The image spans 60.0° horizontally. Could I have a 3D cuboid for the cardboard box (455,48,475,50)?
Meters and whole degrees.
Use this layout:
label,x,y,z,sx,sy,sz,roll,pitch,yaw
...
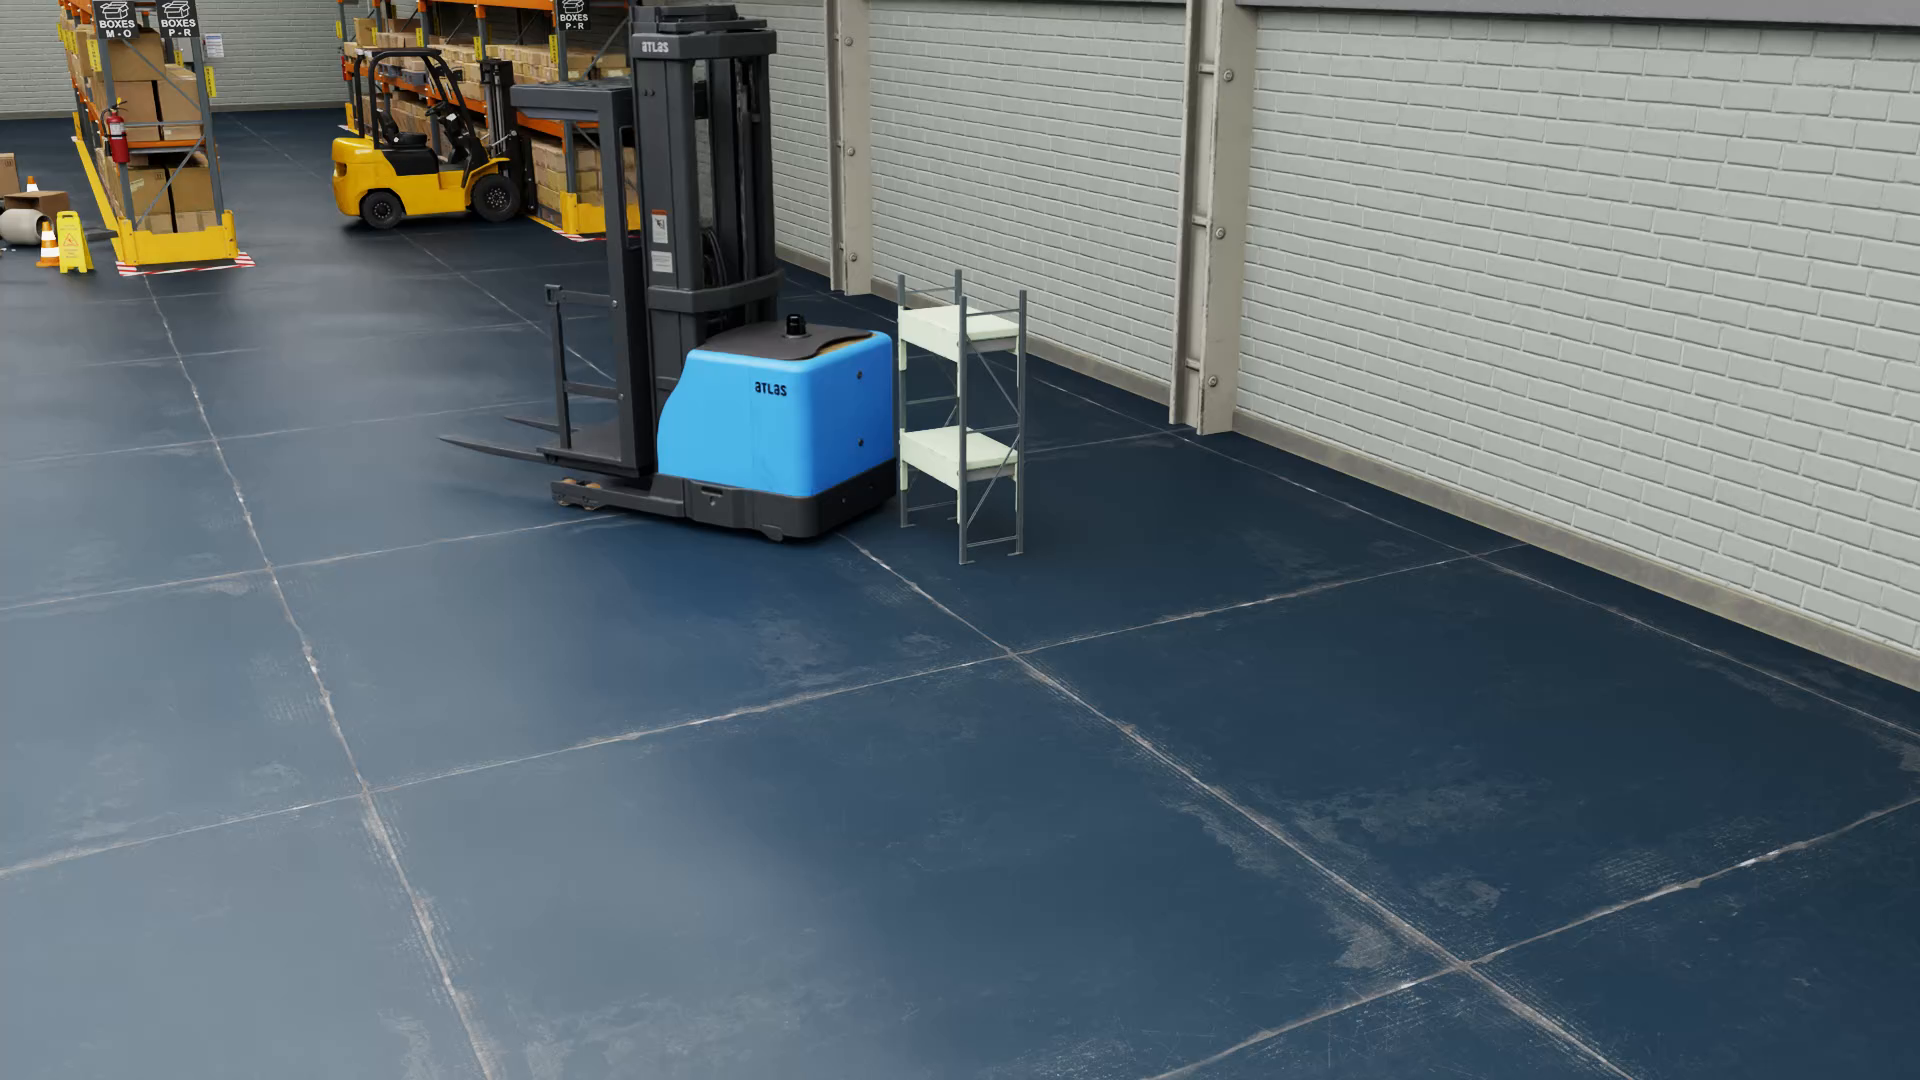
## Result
label,x,y,z,sx,sy,sz,roll,pitch,yaw
cardboard box,-7.490,-7.430,25.418,0.380,0.149,0.250,-10,21,-27

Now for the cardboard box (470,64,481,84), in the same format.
label,x,y,z,sx,sy,sz,roll,pitch,yaw
cardboard box,-6.771,-6.761,24.089,0.500,0.250,0.500,-10,22,-28

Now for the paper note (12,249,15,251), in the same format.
label,x,y,z,sx,sy,sz,roll,pitch,yaw
paper note,-11.066,-3.390,19.441,0.032,0.001,0.123,-10,21,-27

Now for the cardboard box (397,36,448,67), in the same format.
label,x,y,z,sx,sy,sz,roll,pitch,yaw
cardboard box,-9.150,-8.329,28.369,0.797,0.503,0.637,-11,22,-28

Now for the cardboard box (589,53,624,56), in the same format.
label,x,y,z,sx,sy,sz,roll,pitch,yaw
cardboard box,-4.456,-6.056,20.978,0.380,0.149,0.250,-9,21,-25

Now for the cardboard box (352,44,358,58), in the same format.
label,x,y,z,sx,sy,sz,roll,pitch,yaw
cardboard box,-11.550,-9.547,32.473,0.500,0.250,0.500,-10,22,-28

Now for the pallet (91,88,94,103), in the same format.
label,x,y,z,sx,sy,sz,roll,pitch,yaw
pallet,-11.603,-6.220,23.351,1.003,0.211,1.213,-10,21,-27

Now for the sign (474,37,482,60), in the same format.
label,x,y,z,sx,sy,sz,roll,pitch,yaw
sign,-6.786,-6.917,23.424,0.100,0.325,0.005,-10,21,-27

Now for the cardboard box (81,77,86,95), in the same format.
label,x,y,z,sx,sy,sz,roll,pitch,yaw
cardboard box,-13.048,-6.906,25.277,0.500,0.250,0.500,-11,22,-29

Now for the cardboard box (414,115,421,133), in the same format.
label,x,y,z,sx,sy,sz,roll,pitch,yaw
cardboard box,-9.082,-7.042,28.630,0.500,0.500,0.500,-9,21,-24

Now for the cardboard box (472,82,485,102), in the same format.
label,x,y,z,sx,sy,sz,roll,pitch,yaw
cardboard box,-6.783,-6.527,24.178,0.500,0.250,0.500,-9,21,-25

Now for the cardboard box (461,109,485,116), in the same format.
label,x,y,z,sx,sy,sz,roll,pitch,yaw
cardboard box,-8.186,-7.164,27.987,0.380,0.149,0.250,-9,21,-24

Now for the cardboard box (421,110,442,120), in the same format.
label,x,y,z,sx,sy,sz,roll,pitch,yaw
cardboard box,-8.827,-7.142,27.924,0.380,0.149,0.250,-11,22,-29

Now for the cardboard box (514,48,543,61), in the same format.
label,x,y,z,sx,sy,sz,roll,pitch,yaw
cardboard box,-5.741,-6.493,22.247,0.380,0.149,0.250,-10,21,-27

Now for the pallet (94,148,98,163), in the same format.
label,x,y,z,sx,sy,sz,roll,pitch,yaw
pallet,-14.046,-6.492,28.123,1.003,0.211,1.213,-10,21,-27

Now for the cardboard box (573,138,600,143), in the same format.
label,x,y,z,sx,sy,sz,roll,pitch,yaw
cardboard box,-4.944,-5.172,22.061,0.500,0.250,0.500,-10,21,-27

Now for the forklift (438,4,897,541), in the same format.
label,x,y,z,sx,sy,sz,roll,pitch,yaw
forklift,-1.932,-1.704,10.075,3.031,2.935,1.130,10,21,27

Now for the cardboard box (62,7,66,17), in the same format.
label,x,y,z,sx,sy,sz,roll,pitch,yaw
cardboard box,-15.754,-9.399,29.590,0.380,0.149,0.250,-11,22,-28

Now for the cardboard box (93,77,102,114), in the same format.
label,x,y,z,sx,sy,sz,roll,pitch,yaw
cardboard box,-10.230,-5.456,20.234,0.500,0.500,0.500,-10,21,-27

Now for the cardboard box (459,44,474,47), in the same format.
label,x,y,z,sx,sy,sz,roll,pitch,yaw
cardboard box,-7.880,-7.934,26.878,0.380,0.149,0.250,-9,21,-25

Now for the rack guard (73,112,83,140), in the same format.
label,x,y,z,sx,sy,sz,roll,pitch,yaw
rack guard,-16.389,-7.994,32.032,1.175,0.500,0.348,-10,21,-27

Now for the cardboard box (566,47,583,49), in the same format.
label,x,y,z,sx,sy,sz,roll,pitch,yaw
cardboard box,-5.316,-6.571,22.472,0.380,0.149,0.250,-10,22,-27

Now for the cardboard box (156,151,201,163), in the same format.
label,x,y,z,sx,sy,sz,roll,pitch,yaw
cardboard box,-9.676,-4.557,20.660,0.500,0.500,0.500,-9,21,-24

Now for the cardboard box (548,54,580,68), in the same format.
label,x,y,z,sx,sy,sz,roll,pitch,yaw
cardboard box,-4.914,-5.976,20.748,0.380,0.149,0.250,-10,21,-27

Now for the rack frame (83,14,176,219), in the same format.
label,x,y,z,sx,sy,sz,roll,pitch,yaw
rack frame,-10.680,-5.724,21.621,1.000,3.000,0.127,-10,21,-27

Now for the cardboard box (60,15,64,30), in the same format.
label,x,y,z,sx,sy,sz,roll,pitch,yaw
cardboard box,-16.149,-9.359,30.471,0.500,0.500,0.500,-11,22,-28

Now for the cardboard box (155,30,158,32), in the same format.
label,x,y,z,sx,sy,sz,roll,pitch,yaw
cardboard box,-11.198,-6.903,22.789,0.380,0.149,0.250,-9,21,-24

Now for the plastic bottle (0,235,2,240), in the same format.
label,x,y,z,sx,sy,sz,roll,pitch,yaw
plastic bottle,-11.717,-3.674,20.185,0.133,0.061,0.283,-6,20,-17

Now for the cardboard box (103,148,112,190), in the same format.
label,x,y,z,sx,sy,sz,roll,pitch,yaw
cardboard box,-10.637,-4.766,21.266,0.500,0.500,0.500,-9,21,-24

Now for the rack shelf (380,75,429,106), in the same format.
label,x,y,z,sx,sy,sz,roll,pitch,yaw
rack shelf,-9.162,-7.876,28.961,1.077,0.370,4.000,-10,21,-27

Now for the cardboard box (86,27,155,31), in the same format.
label,x,y,z,sx,sy,sz,roll,pitch,yaw
cardboard box,-9.896,-5.791,19.672,0.700,0.500,0.500,-10,21,-27

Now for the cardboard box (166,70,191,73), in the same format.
label,x,y,z,sx,sy,sz,roll,pitch,yaw
cardboard box,-9.501,-5.381,20.019,0.500,0.500,0.500,-10,22,-28

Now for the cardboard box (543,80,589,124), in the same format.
label,x,y,z,sx,sy,sz,roll,pitch,yaw
cardboard box,-4.878,-5.493,20.800,0.500,0.500,0.500,-11,22,-28

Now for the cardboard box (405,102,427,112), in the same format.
label,x,y,z,sx,sy,sz,roll,pitch,yaw
cardboard box,-9.616,-7.676,29.472,0.380,0.149,0.250,-10,21,-27

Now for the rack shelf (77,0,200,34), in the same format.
label,x,y,z,sx,sy,sz,roll,pitch,yaw
rack shelf,-9.730,-6.228,19.585,1.077,0.370,4.000,-10,21,-27

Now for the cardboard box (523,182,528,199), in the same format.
label,x,y,z,sx,sy,sz,roll,pitch,yaw
cardboard box,-5.639,-4.765,22.414,0.500,0.250,0.500,-9,21,-25

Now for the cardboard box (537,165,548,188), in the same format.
label,x,y,z,sx,sy,sz,roll,pitch,yaw
cardboard box,-5.148,-4.718,21.509,0.500,0.250,0.500,-10,22,-27

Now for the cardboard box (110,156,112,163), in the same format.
label,x,y,z,sx,sy,sz,roll,pitch,yaw
cardboard box,-9.740,-4.493,19.480,0.380,0.149,0.250,-10,21,-26

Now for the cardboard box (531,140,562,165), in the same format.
label,x,y,z,sx,sy,sz,roll,pitch,yaw
cardboard box,-5.403,-5.090,21.822,0.500,0.250,0.500,-10,21,-26

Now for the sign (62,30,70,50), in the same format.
label,x,y,z,sx,sy,sz,roll,pitch,yaw
sign,-14.966,-8.381,27.872,0.100,0.325,0.005,-10,21,-27

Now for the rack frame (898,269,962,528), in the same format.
label,x,y,z,sx,sy,sz,roll,pitch,yaw
rack frame,-0.171,-0.812,9.686,0.400,1.500,0.023,-10,21,-27

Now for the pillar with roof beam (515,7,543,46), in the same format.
label,x,y,z,sx,sy,sz,roll,pitch,yaw
pillar with roof beam,-10.589,-9.577,23.589,9.100,9.000,0.400,-10,21,-27

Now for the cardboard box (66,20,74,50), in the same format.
label,x,y,z,sx,sy,sz,roll,pitch,yaw
cardboard box,-14.523,-8.370,27.602,0.500,0.500,0.500,-10,21,-26

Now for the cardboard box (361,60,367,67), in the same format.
label,x,y,z,sx,sy,sz,roll,pitch,yaw
cardboard box,-11.386,-9.233,32.176,0.380,0.149,0.250,-9,21,-25

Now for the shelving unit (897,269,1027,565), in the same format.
label,x,y,z,sx,sy,sz,roll,pitch,yaw
shelving unit,0.003,-0.707,9.381,0.431,1.500,0.755,-10,21,-27

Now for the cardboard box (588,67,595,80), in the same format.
label,x,y,z,sx,sy,sz,roll,pitch,yaw
cardboard box,-4.520,-5.898,20.978,0.380,0.149,0.250,-10,21,-27

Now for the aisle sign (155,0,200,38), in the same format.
label,x,y,z,sx,sy,sz,roll,pitch,yaw
aisle sign,-8.478,-5.835,17.957,0.394,0.787,0.004,-10,21,-27

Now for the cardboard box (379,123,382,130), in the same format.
label,x,y,z,sx,sy,sz,roll,pitch,yaw
cardboard box,-10.804,-7.913,31.514,0.396,0.266,0.258,-9,21,-25

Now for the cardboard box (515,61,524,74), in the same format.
label,x,y,z,sx,sy,sz,roll,pitch,yaw
cardboard box,-5.676,-6.269,22.051,0.380,0.149,0.250,-10,22,-28

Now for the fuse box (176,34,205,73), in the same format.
label,x,y,z,sx,sy,sz,roll,pitch,yaw
fuse box,-17.158,-10.458,37.316,0.539,1.711,0.414,-10,21,-27
